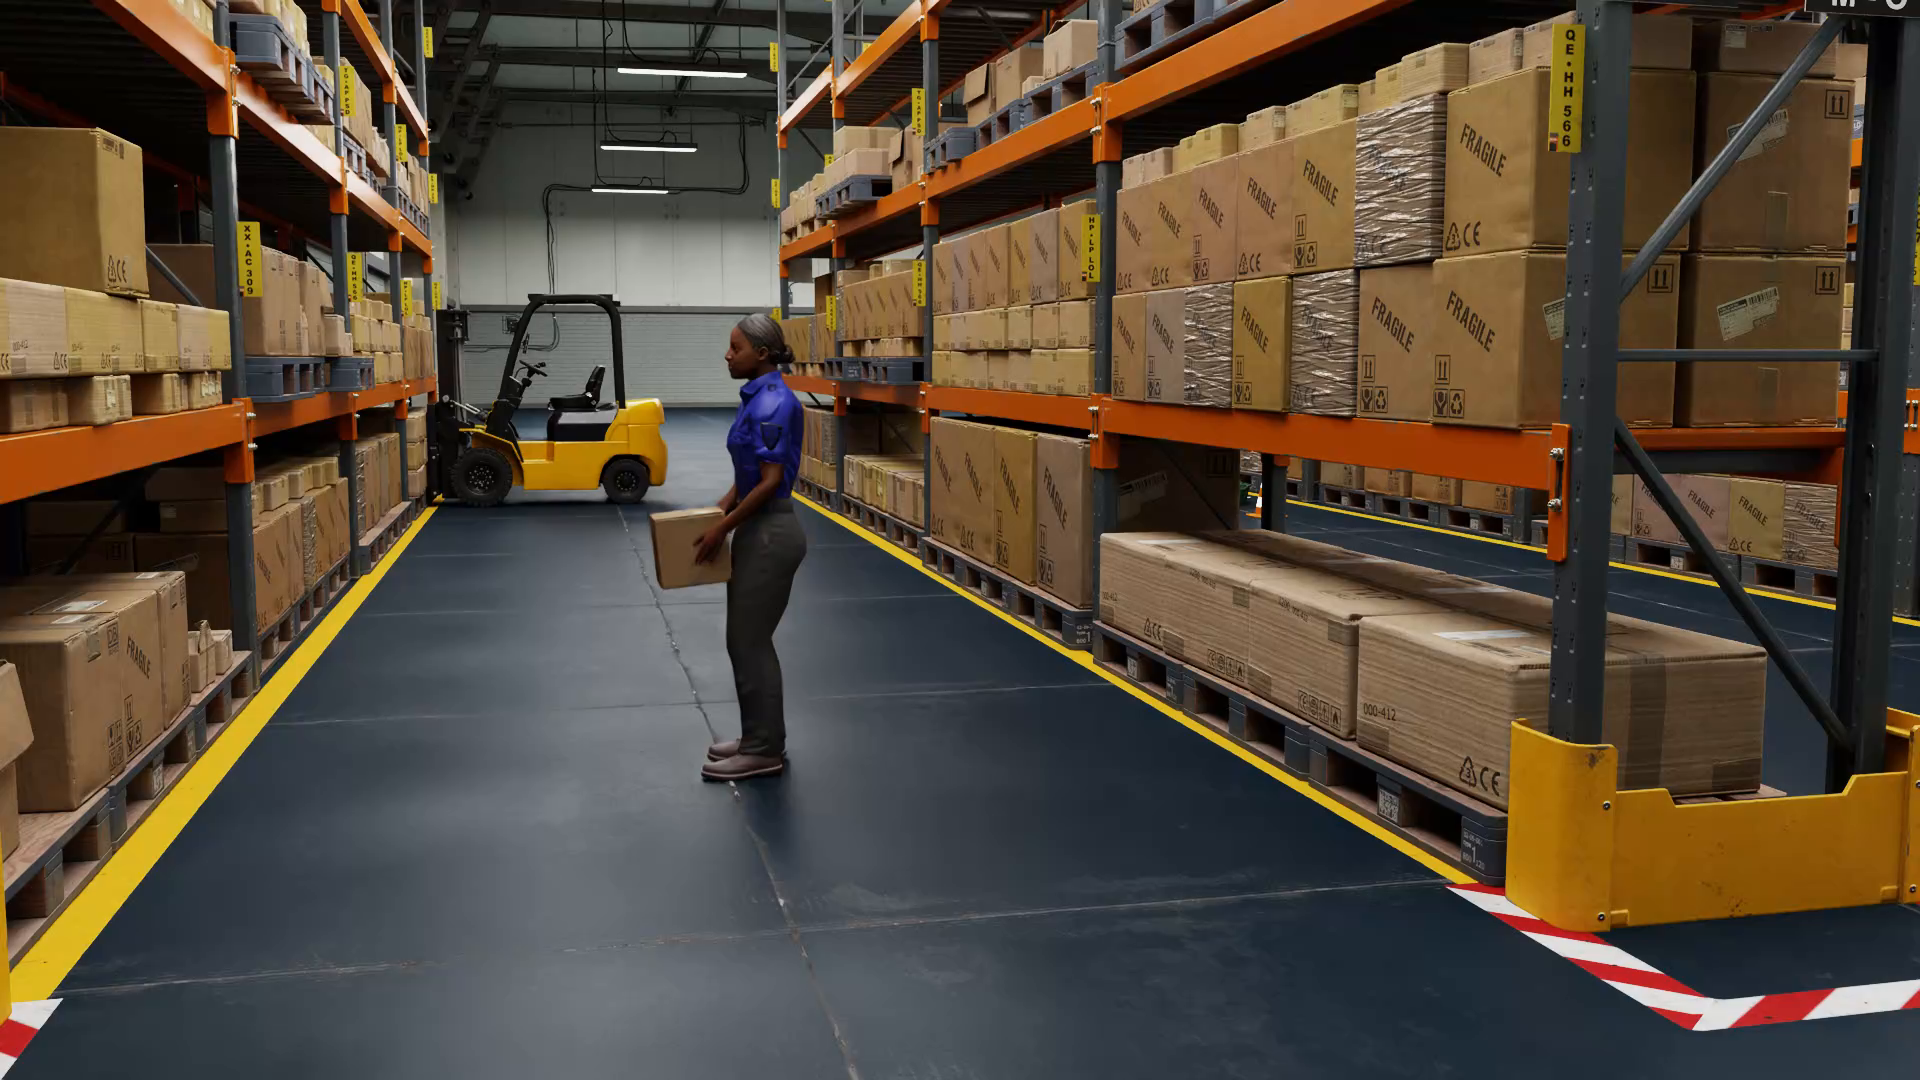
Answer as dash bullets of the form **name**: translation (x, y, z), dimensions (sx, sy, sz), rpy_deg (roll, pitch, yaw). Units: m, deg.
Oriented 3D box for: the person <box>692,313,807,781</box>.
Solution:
- **person**: translation (-0.771, 0.017, 6.015), dimensions (0.418, 1.663, 0.475), rpy_deg (-2, 6, -15)
